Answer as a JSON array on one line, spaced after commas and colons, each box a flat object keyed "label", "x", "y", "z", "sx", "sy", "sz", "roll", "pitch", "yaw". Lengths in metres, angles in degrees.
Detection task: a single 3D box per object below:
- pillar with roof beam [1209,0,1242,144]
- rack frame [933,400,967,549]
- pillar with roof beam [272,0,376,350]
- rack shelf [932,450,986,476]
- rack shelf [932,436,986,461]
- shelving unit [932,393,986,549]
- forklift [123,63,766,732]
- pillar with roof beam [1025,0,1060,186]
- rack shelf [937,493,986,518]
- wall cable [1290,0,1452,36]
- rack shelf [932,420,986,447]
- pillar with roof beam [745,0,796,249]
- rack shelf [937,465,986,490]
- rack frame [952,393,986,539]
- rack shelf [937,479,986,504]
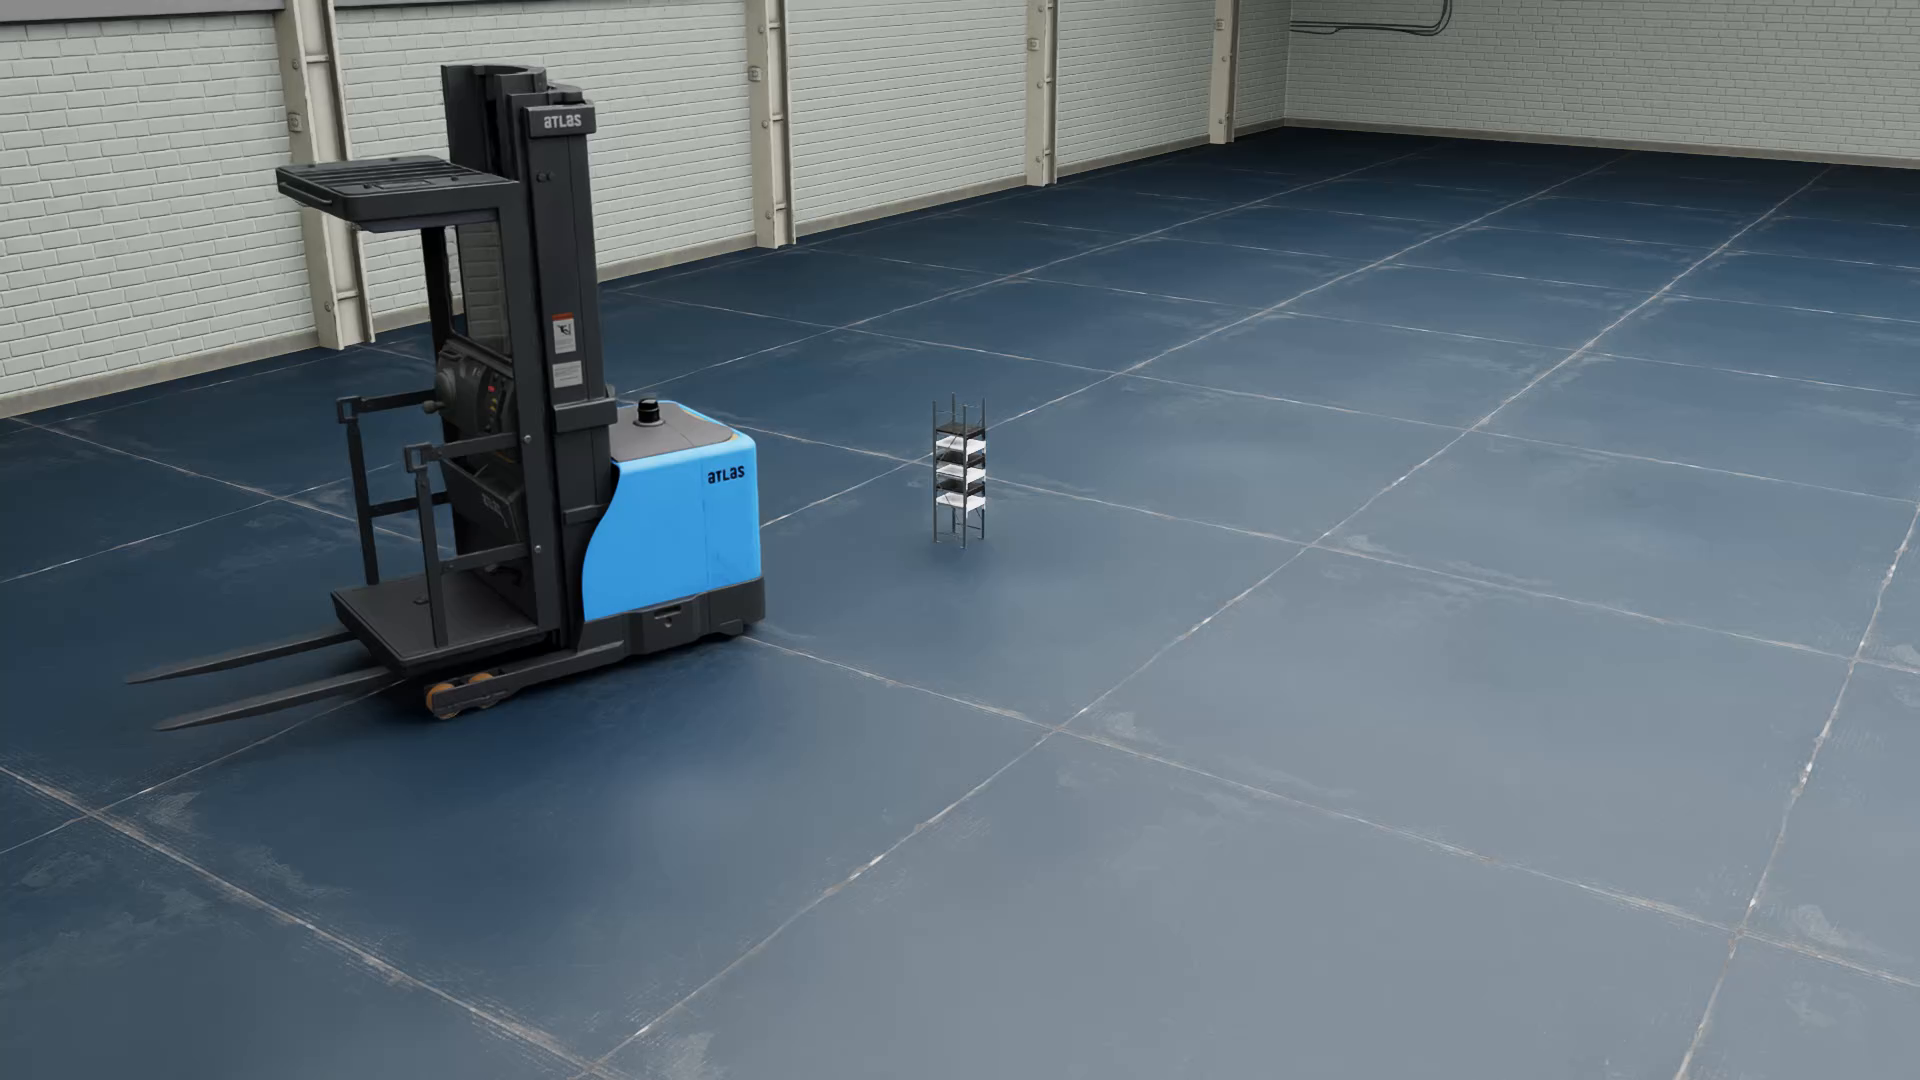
[{"label": "pillar with roof beam", "x": 8.118, "y": -10.327, "z": 25.214, "sx": 9.100, "sy": 9.000, "sz": 0.400, "roll": 13, "pitch": 24, "yaw": 32}, {"label": "rack frame", "x": -0.062, "y": -0.391, "z": 10.024, "sx": 0.240, "sy": 0.900, "sz": 0.006, "roll": 13, "pitch": 24, "yaw": 32}, {"label": "pillar with roof beam", "x": -2.001, "y": -5.163, "z": 11.252, "sx": 9.100, "sy": 9.000, "sz": 0.400, "roll": 13, "pitch": 24, "yaw": 32}, {"label": "rack shelf", "x": -0.005, "y": -0.473, "z": 10.083, "sx": 0.258, "sy": 0.077, "sz": 0.200, "roll": 13, "pitch": 24, "yaw": 32}, {"label": "rack shelf", "x": -0.005, "y": -0.557, "z": 10.052, "sx": 0.258, "sy": 0.077, "sz": 0.200, "roll": 13, "pitch": 24, "yaw": 32}, {"label": "shelving unit", "x": -0.005, "y": -0.420, "z": 10.103, "sx": 0.258, "sy": 0.900, "sz": 0.210, "roll": 13, "pitch": 24, "yaw": 32}, {"label": "forklift", "x": -2.534, "y": -0.727, "z": 8.005, "sx": 3.031, "sy": 2.935, "sz": 1.130, "roll": -14, "pitch": 25, "yaw": -34}, {"label": "pillar with roof beam", "x": 4.745, "y": -8.606, "z": 20.560, "sx": 9.100, "sy": 9.000, "sz": 0.400, "roll": 13, "pitch": 24, "yaw": 32}, {"label": "rack shelf", "x": -0.005, "y": -0.220, "z": 10.177, "sx": 0.258, "sy": 0.077, "sz": 0.200, "roll": 13, "pitch": 24, "yaw": 32}, {"label": "wall cable", "x": 7.307, "y": -10.298, "z": 29.610, "sx": 3.097, "sy": 2.526, "sz": 0.112, "roll": 13, "pitch": 24, "yaw": 32}, {"label": "rack shelf", "x": -0.005, "y": -0.642, "z": 10.020, "sx": 0.258, "sy": 0.077, "sz": 0.200, "roll": 13, "pitch": 24, "yaw": 32}, {"label": "pillar with roof beam", "x": 1.372, "y": -6.884, "z": 15.906, "sx": 9.100, "sy": 9.000, "sz": 0.400, "roll": 13, "pitch": 24, "yaw": 32}, {"label": "rack shelf", "x": -0.005, "y": -0.388, "z": 10.114, "sx": 0.258, "sy": 0.077, "sz": 0.200, "roll": 13, "pitch": 24, "yaw": 32}, {"label": "rack frame", "x": 0.053, "y": -0.449, "z": 10.181, "sx": 0.240, "sy": 0.900, "sz": 0.006, "roll": 13, "pitch": 24, "yaw": 32}, {"label": "rack shelf", "x": -0.005, "y": -0.304, "z": 10.145, "sx": 0.258, "sy": 0.077, "sz": 0.200, "roll": 13, "pitch": 24, "yaw": 32}]
